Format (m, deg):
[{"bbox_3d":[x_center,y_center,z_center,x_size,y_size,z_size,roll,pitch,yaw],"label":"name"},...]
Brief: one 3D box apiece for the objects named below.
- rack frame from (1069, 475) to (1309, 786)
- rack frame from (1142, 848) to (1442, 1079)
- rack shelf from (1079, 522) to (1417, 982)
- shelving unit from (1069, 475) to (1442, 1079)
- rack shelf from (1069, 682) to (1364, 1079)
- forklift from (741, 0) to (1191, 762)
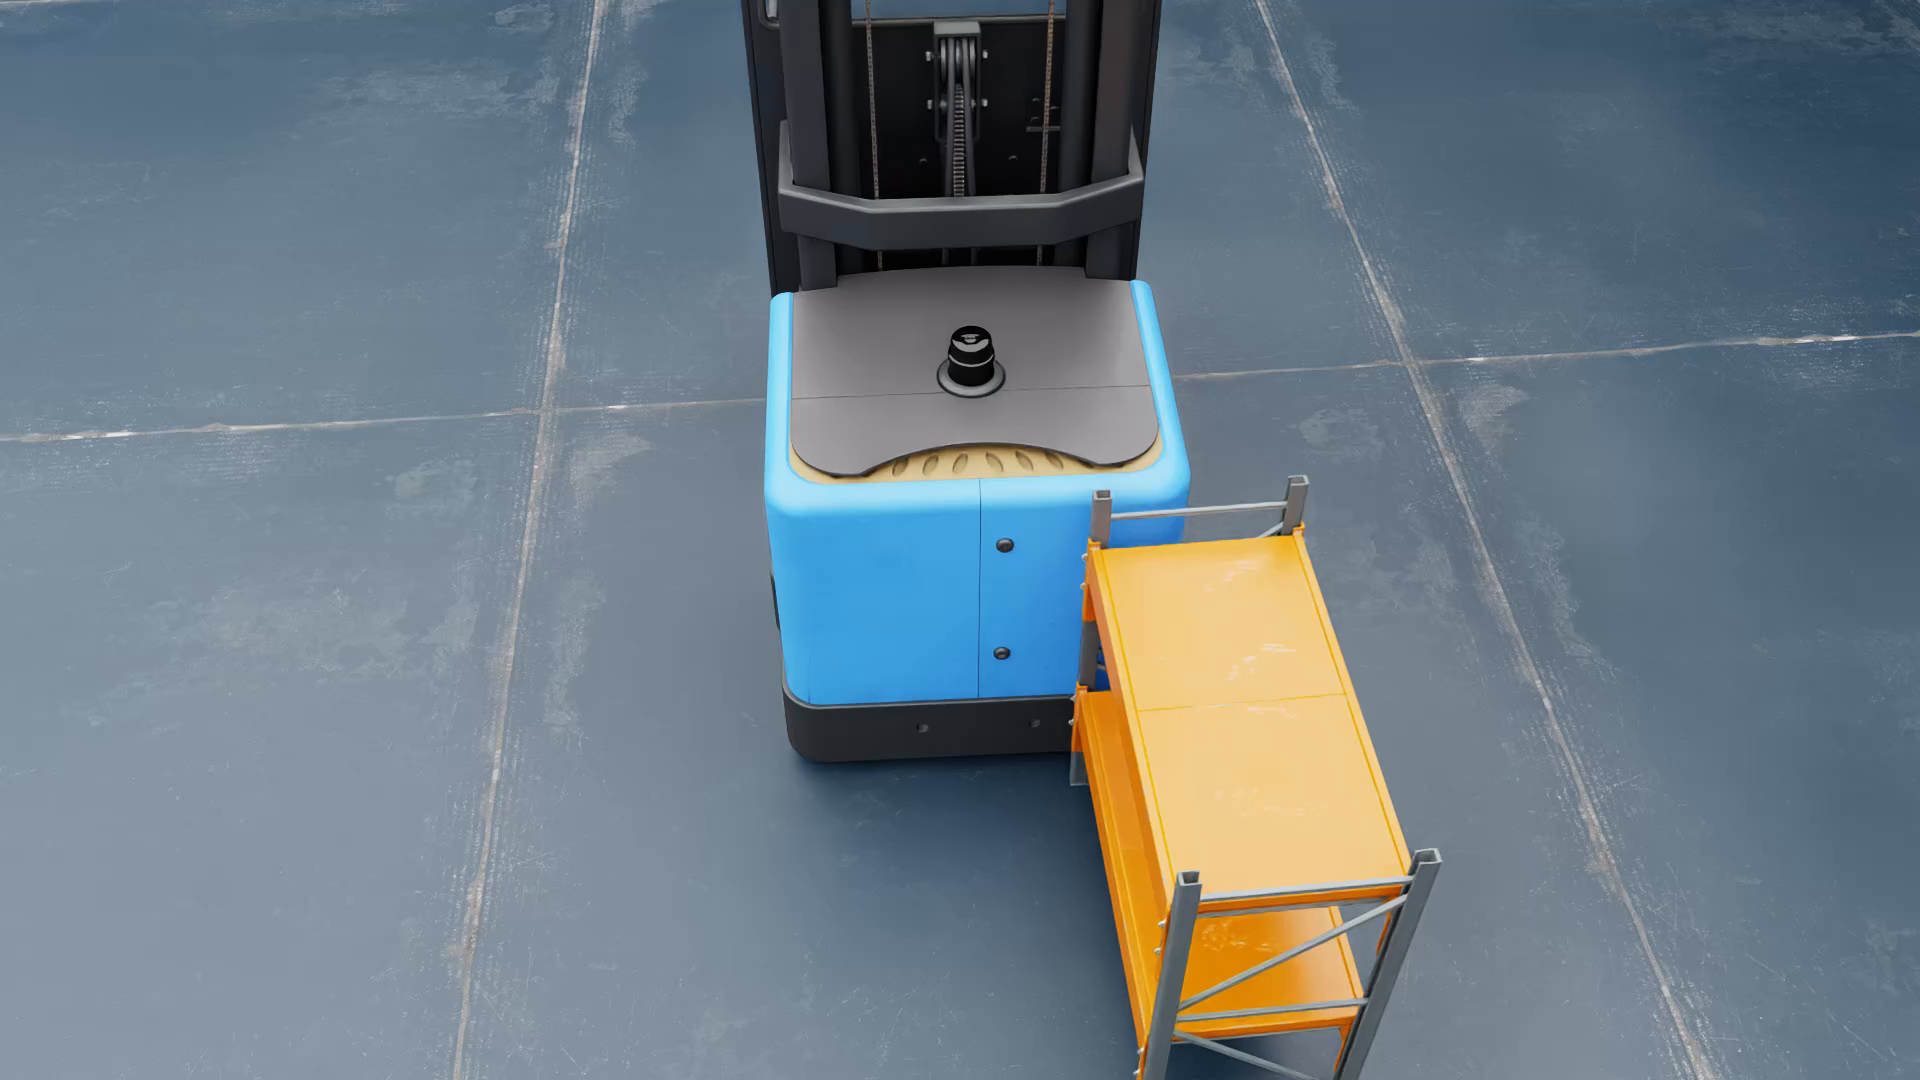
[{"bbox_3d":[0.553,0.266,4.224,0.500,1.125,0.032,-4,47,-4],"label":"rack frame"},{"bbox_3d":[0.657,1.000,3.528,0.500,1.125,0.032,-4,47,-4],"label":"rack frame"},{"bbox_3d":[0.605,0.431,3.663,0.538,0.278,1.000,-4,47,-4],"label":"rack shelf"},{"bbox_3d":[0.605,0.633,3.876,0.538,1.125,1.048,-4,47,-4],"label":"shelving unit"},{"bbox_3d":[0.605,0.801,4.054,0.538,0.278,1.000,-4,47,-4],"label":"rack shelf"},{"bbox_3d":[-0.035,-1.462,4.616,1.130,2.935,3.031,-2,47,-2],"label":"forklift"}]
